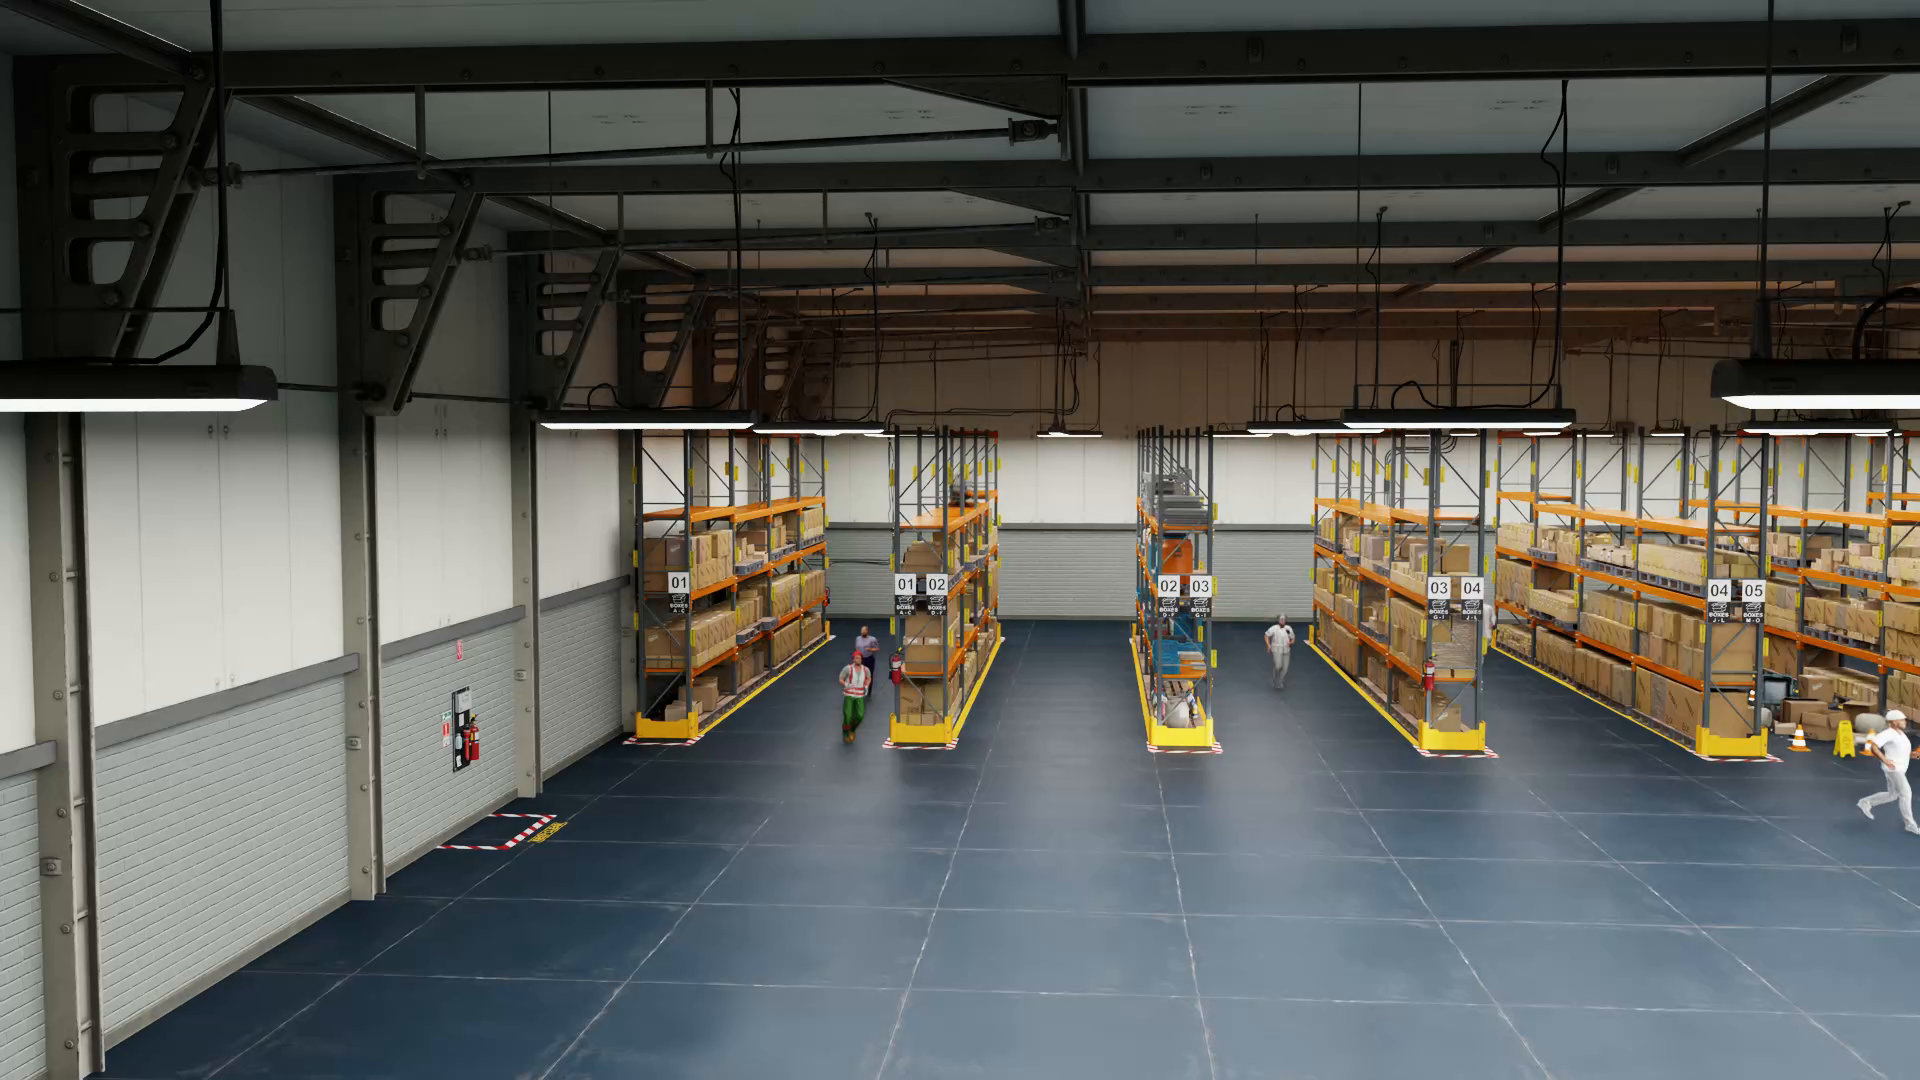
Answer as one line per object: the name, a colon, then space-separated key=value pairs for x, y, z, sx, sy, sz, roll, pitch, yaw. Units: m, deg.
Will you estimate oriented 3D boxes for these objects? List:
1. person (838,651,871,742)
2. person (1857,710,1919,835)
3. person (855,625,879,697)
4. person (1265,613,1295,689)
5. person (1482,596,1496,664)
person: x=-1.951 y=2.959 z=31.366 sx=0.666 sy=1.738 sz=0.618 roll=-1 pitch=4 yaw=-15
person: x=13.674 y=3.373 z=24.363 sx=0.968 sy=1.773 sz=0.700 roll=3 pitch=5 yaw=41
person: x=-2.050 y=2.726 z=36.510 sx=0.574 sy=1.713 sz=0.740 roll=0 pitch=3 yaw=5
person: x=7.358 y=2.553 z=38.051 sx=0.647 sy=1.754 sz=0.651 roll=0 pitch=3 yaw=-5
person: x=13.399 y=2.295 z=42.708 sx=0.707 sy=1.753 sz=0.672 roll=1 pitch=3 yaw=10
